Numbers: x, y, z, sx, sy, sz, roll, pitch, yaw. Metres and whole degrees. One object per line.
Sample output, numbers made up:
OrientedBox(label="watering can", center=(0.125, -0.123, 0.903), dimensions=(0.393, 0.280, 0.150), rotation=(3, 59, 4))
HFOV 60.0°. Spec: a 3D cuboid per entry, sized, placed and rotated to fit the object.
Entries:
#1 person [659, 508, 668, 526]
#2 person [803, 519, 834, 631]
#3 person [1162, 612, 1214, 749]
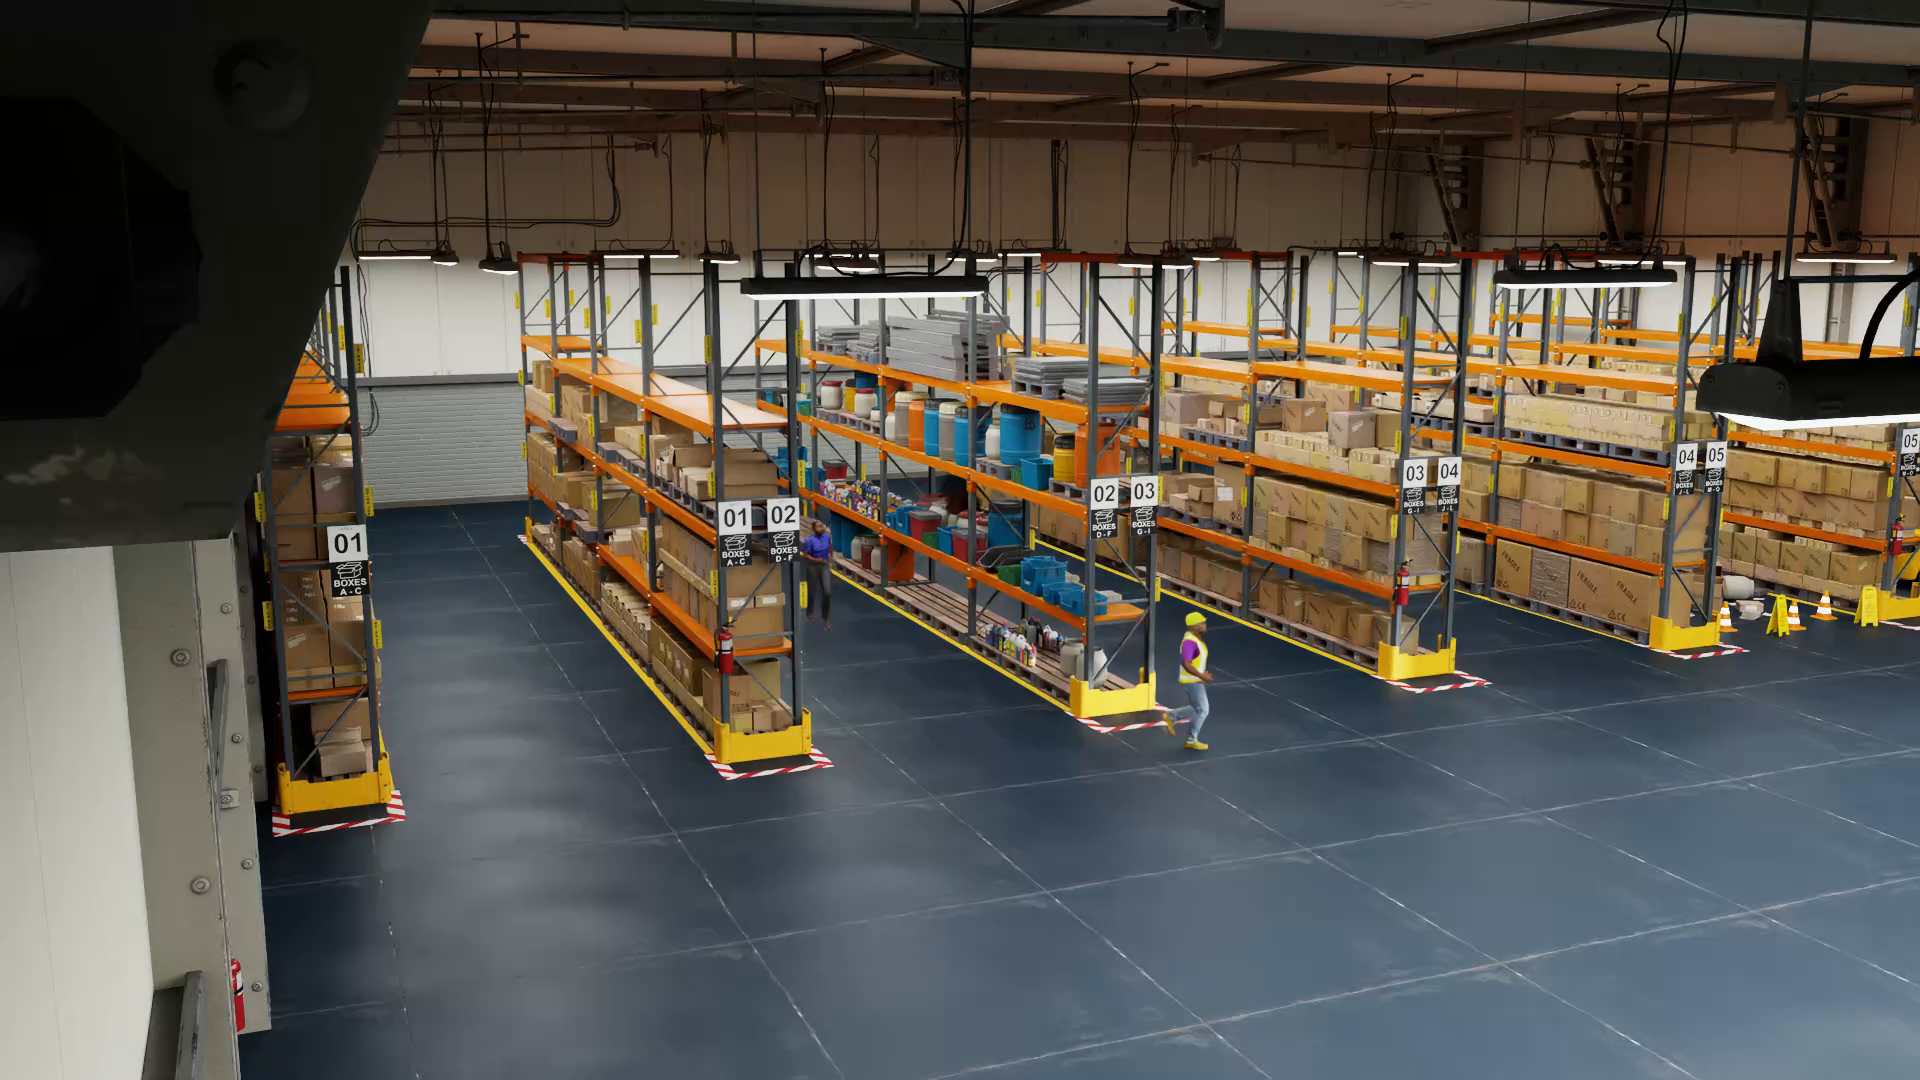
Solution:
OrientedBox(label="person", center=(-6.110, -0.686, 34.159), dimensions=(0.588, 1.717, 0.896), rotation=(-5, 12, -25))
OrientedBox(label="person", center=(-2.192, 0.555, 26.064), dimensions=(0.589, 1.753, 0.705), rotation=(-6, 12, -28))
OrientedBox(label="person", center=(2.856, 1.746, 20.793), dimensions=(0.631, 1.728, 0.728), rotation=(2, 11, 10))
